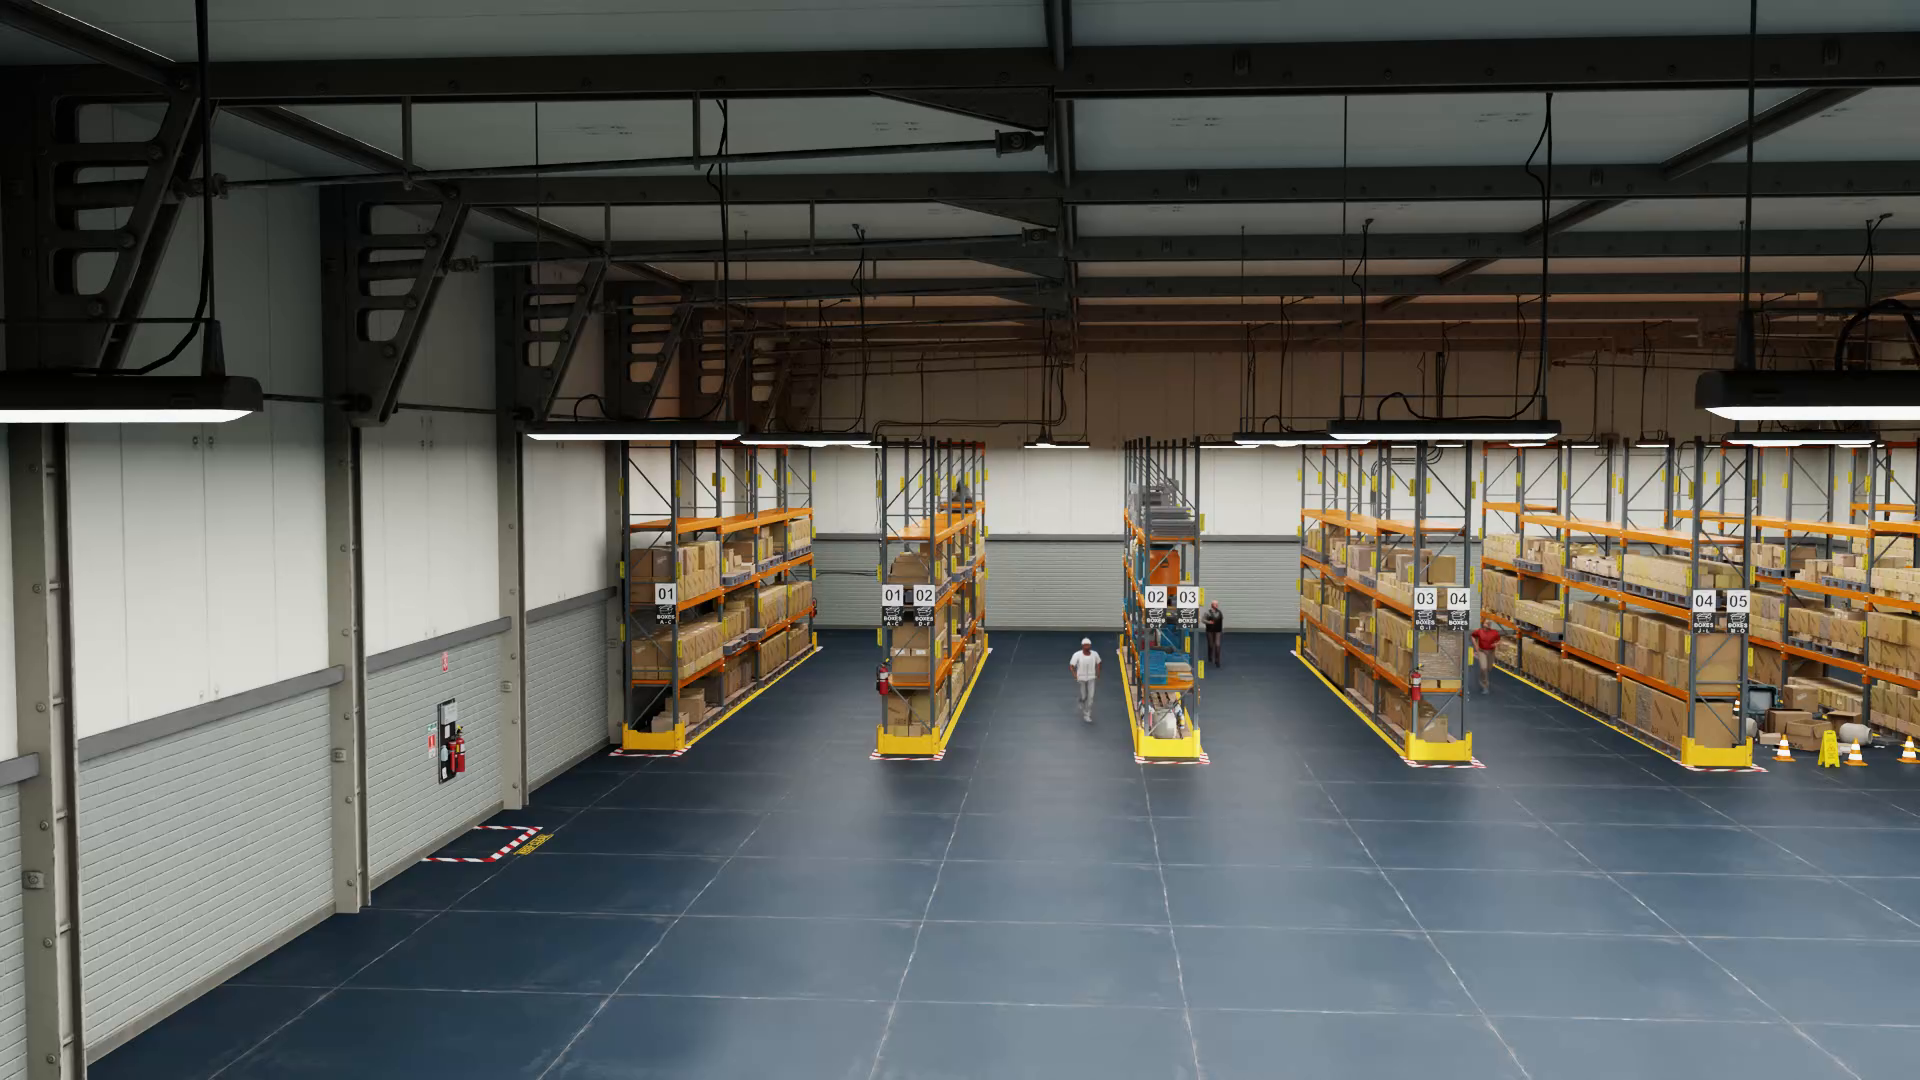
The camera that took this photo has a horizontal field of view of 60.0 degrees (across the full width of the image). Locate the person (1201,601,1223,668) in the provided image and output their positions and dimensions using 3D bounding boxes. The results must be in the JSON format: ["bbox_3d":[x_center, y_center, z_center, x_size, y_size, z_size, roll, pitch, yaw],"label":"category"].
[{"bbox_3d":[6.753,2.488,44.387,0.642,1.741,0.896,0,3,-5],"label":"person"}]

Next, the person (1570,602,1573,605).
[{"bbox_3d":[16.282,2.489,44.279,0.654,1.724,0.560,0,3,0],"label":"person"}]

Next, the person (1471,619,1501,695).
[{"bbox_3d":[12.548,2.762,39.588,0.625,1.775,1.074,0,3,-2],"label":"person"}]

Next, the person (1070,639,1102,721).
[{"bbox_3d":[2.699,2.972,35.561,0.708,1.749,0.727,0,3,-6],"label":"person"}]
